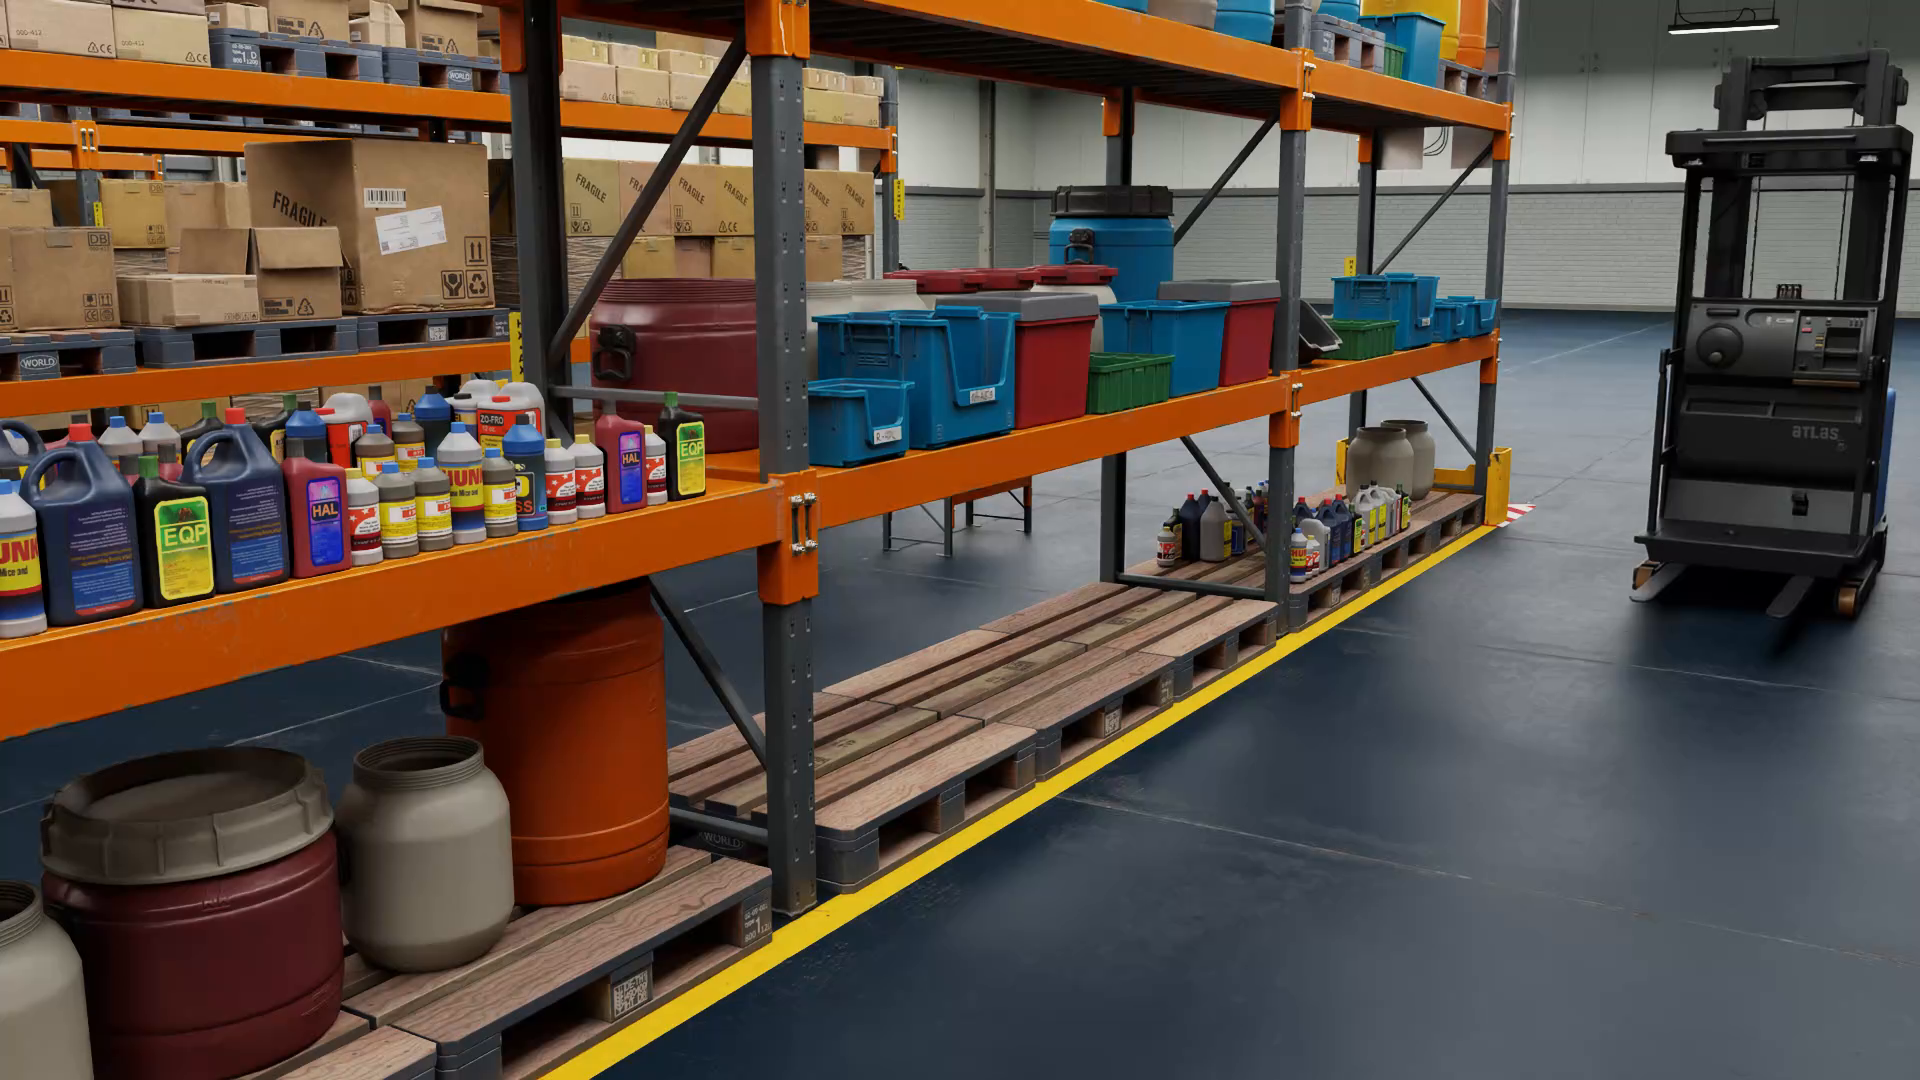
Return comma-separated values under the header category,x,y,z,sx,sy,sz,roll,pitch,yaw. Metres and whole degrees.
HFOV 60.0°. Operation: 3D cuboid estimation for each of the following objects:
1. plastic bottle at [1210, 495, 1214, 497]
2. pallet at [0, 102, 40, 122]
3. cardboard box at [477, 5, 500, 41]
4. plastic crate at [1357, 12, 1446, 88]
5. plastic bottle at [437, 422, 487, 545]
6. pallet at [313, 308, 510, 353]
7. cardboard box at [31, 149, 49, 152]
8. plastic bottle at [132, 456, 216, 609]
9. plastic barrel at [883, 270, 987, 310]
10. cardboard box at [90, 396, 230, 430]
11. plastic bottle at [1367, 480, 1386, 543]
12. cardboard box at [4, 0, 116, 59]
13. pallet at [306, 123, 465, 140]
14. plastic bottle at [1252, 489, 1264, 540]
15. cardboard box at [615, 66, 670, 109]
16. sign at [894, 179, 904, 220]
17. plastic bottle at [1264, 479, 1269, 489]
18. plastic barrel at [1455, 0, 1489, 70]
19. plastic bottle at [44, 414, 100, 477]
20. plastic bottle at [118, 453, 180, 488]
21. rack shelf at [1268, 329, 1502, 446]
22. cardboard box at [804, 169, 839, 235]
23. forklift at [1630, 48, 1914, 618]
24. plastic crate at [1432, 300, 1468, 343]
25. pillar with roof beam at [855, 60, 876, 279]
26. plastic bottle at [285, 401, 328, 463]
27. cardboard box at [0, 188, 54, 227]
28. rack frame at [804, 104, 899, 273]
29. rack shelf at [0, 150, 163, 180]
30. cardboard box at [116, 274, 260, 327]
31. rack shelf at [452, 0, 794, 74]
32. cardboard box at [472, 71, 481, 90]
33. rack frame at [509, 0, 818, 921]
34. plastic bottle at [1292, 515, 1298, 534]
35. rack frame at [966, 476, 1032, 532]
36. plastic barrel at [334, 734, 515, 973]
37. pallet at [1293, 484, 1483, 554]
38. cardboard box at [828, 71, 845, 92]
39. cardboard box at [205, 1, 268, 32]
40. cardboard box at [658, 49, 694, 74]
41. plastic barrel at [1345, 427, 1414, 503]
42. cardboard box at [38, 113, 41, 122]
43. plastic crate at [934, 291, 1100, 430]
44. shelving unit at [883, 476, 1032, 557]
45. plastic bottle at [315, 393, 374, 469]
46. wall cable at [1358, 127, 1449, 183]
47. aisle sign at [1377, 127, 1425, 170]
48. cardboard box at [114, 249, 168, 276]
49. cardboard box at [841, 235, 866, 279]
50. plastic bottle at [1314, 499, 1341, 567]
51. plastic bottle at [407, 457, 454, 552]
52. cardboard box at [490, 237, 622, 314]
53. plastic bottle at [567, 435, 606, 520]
category,x,y,z,sx,sy,sz,roll,pitch,yaw
plastic bottle,1.427,-0.111,9.498,0.061,0.283,0.133,7,13,34
pallet,-7.664,-3.236,12.371,0.805,0.209,1.217,6,12,28
cardboard box,-3.028,-3.525,10.958,0.500,0.500,0.500,6,12,29
plastic crate,2.534,-2.809,9.611,0.392,0.384,0.575,6,12,31
plastic bottle,-1.130,-0.131,3.767,0.097,0.271,0.097,0,11,0
pallet,-3.564,-1.314,10.259,1.003,0.211,1.213,6,12,31
cardboard box,-9.928,-4.201,17.687,0.380,0.149,0.250,6,12,30
plastic bottle,-1.491,-0.021,3.147,0.061,0.283,0.133,6,12,31
plastic barrel,-0.100,-0.796,6.597,0.433,0.535,0.433,0,11,0
cardboard box,-6.844,-1.259,14.074,0.875,0.875,0.875,7,12,32
plastic bottle,2.379,-0.169,9.623,0.144,0.351,0.185,7,13,33
cardboard box,-4.392,-2.417,7.882,0.500,0.250,0.500,7,13,32
pallet,-5.529,-3.947,15.889,1.003,0.211,1.213,6,12,31
plastic bottle,1.724,-0.148,9.692,0.061,0.283,0.133,6,12,31
cardboard box,-2.320,-3.046,11.241,0.500,0.250,0.500,6,12,30
sign,-0.503,-2.812,13.733,0.100,0.325,0.005,6,12,31
plastic bottle,1.881,-0.237,10.200,0.097,0.271,0.097,0,11,0
plastic barrel,3.123,-3.474,10.814,0.600,0.830,0.708,6,12,31
plastic bottle,-2.027,-0.141,3.786,0.061,0.283,0.133,6,12,31
plastic bottle,-1.543,-0.027,3.178,0.061,0.283,0.133,6,12,31
rack shelf,2.228,-1.003,10.028,1.077,0.370,4.000,6,12,31
cardboard box,-1.296,-2.641,13.029,0.500,0.500,0.500,6,12,31
forklift,4.378,-1.129,8.937,1.130,2.935,3.031,7,13,32
plastic crate,2.920,-1.389,10.539,0.499,0.251,0.408,6,12,31
pillar with roof beam,1.327,-9.853,39.044,9.100,9.000,0.548,6,12,31
plastic bottle,-1.660,-0.218,4.231,0.097,0.271,0.097,0,11,0
cardboard box,-7.483,-2.467,12.904,0.700,0.500,0.500,6,12,30
rack frame,-0.967,-2.144,14.169,1.000,3.000,0.127,6,12,31
rack shelf,-10.475,-3.897,17.336,1.077,0.370,4.000,6,12,31
cardboard box,-4.053,-1.260,8.714,0.500,0.250,0.500,6,12,29
rack shelf,-1.925,-1.219,3.031,1.077,0.370,4.000,6,12,31
cardboard box,-3.030,-3.012,11.063,0.500,0.250,0.500,7,13,33
rack frame,-0.887,-0.413,4.921,1.000,3.000,0.127,6,12,31
plastic bottle,1.783,0.005,8.874,0.061,0.283,0.133,6,12,31
rack frame,0.260,-0.632,11.187,0.500,1.125,0.032,6,12,31
plastic barrel,-1.343,0.780,4.172,0.421,0.512,0.421,0,11,0
pallet,2.841,-0.156,11.131,1.003,0.211,1.213,6,12,31
cardboard box,-1.128,-3.584,13.033,0.380,0.149,0.250,6,12,28
cardboard box,-3.931,-2.776,8.889,0.380,0.166,0.250,6,12,29
cardboard box,-2.069,-3.298,11.508,0.380,0.149,0.250,6,12,30
plastic barrel,2.730,-0.465,10.819,0.421,0.512,0.421,0,11,0
cardboard box,-9.999,-4.370,17.509,0.500,0.250,0.500,7,13,32
plastic crate,0.214,-0.669,6.116,0.402,0.464,0.583,6,12,31
shelving unit,-0.004,-0.552,10.759,0.538,1.125,1.048,6,12,31
plastic bottle,-1.628,-0.242,4.345,0.152,0.276,0.135,6,12,31
wall cable,11.528,-12.307,42.910,2.305,6.003,0.169,6,12,31
aisle sign,3.054,-2.988,11.612,0.394,0.787,0.004,6,12,31
cardboard box,-7.049,-2.137,13.727,0.875,0.550,0.550,6,12,31
cardboard box,-1.276,-2.255,13.684,0.875,0.500,0.500,6,12,31
plastic bottle,1.964,-0.043,8.951,0.144,0.351,0.185,7,13,32
plastic bottle,-1.180,-0.081,3.691,0.097,0.201,0.097,0,11,0
cardboard box,-2.757,-1.775,11.119,0.875,0.500,0.500,6,12,31
plastic bottle,-0.928,-0.158,4.100,0.097,0.201,0.097,0,11,0
